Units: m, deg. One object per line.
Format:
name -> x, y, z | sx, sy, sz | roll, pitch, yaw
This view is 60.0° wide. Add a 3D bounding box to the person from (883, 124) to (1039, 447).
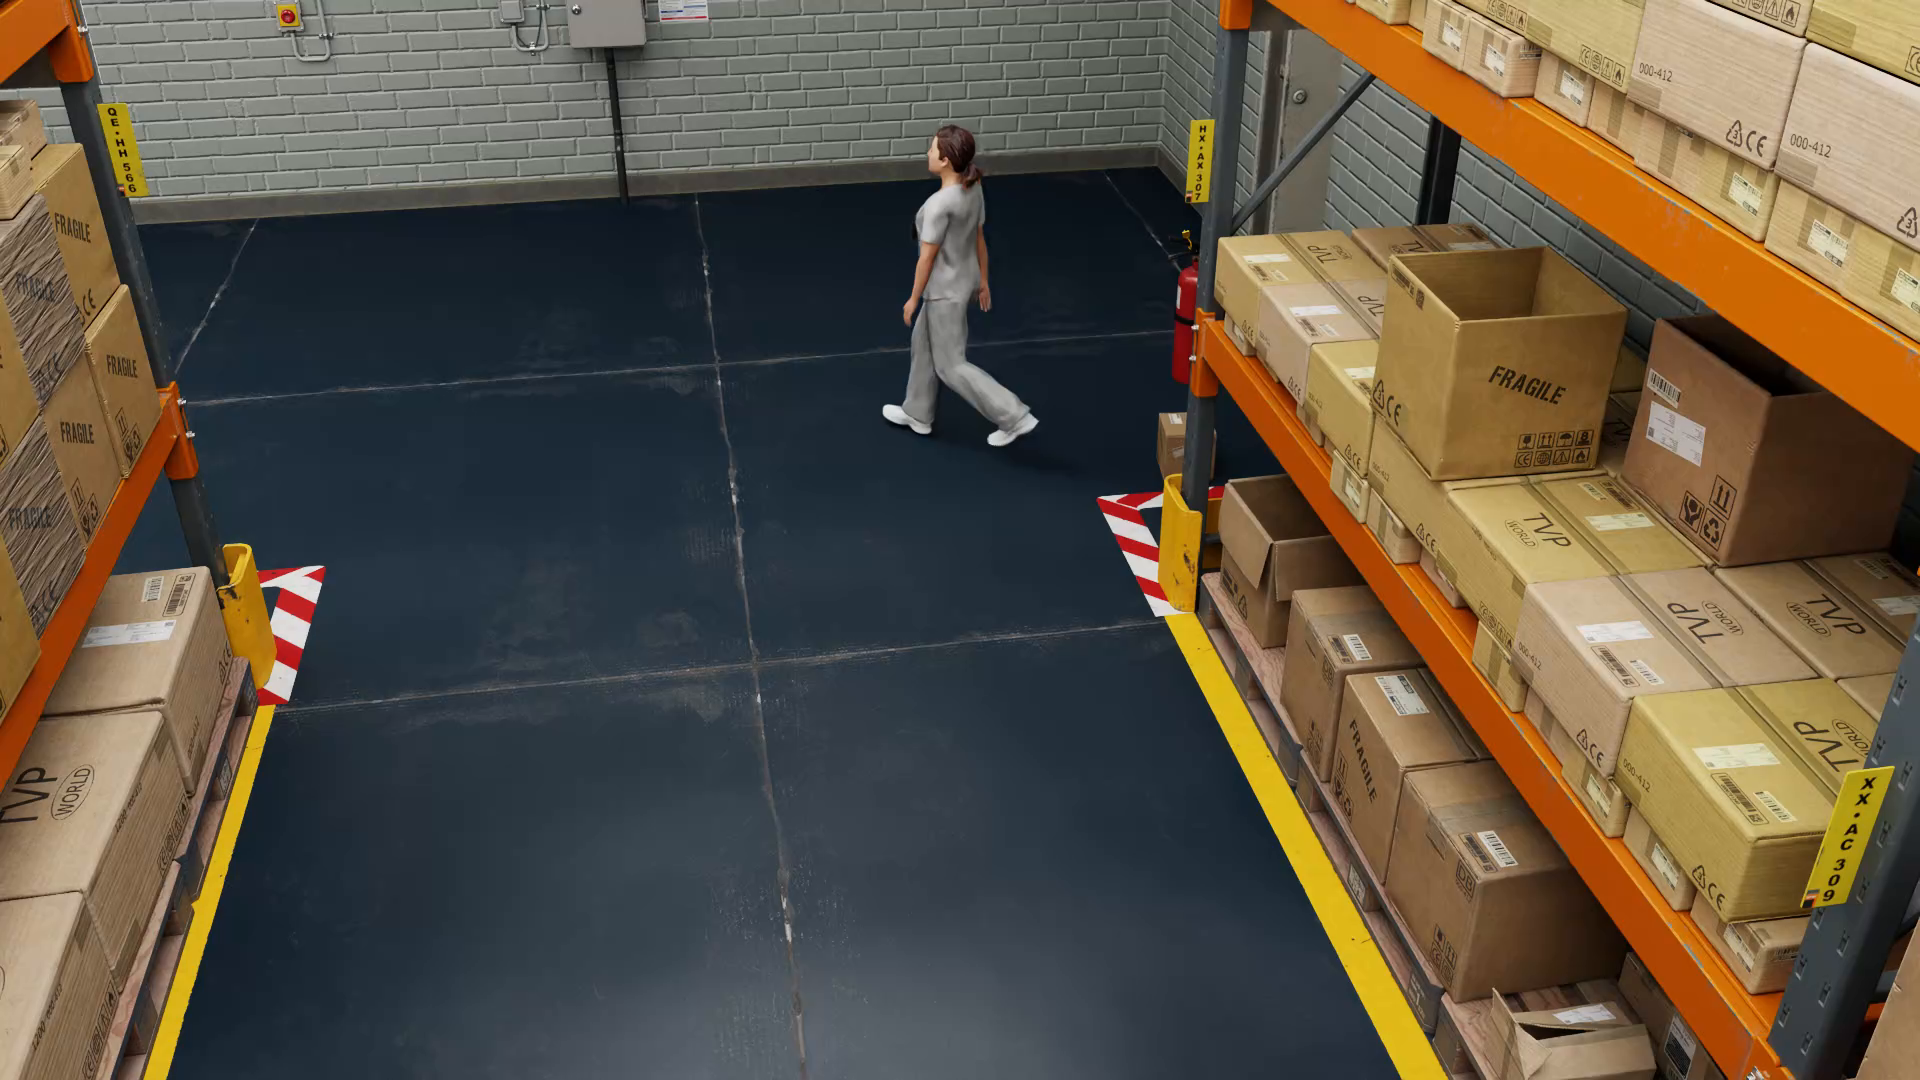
person -> -0.010, -1.212, 8.173 | 0.943, 1.635, 0.457 | 15, 34, 24
